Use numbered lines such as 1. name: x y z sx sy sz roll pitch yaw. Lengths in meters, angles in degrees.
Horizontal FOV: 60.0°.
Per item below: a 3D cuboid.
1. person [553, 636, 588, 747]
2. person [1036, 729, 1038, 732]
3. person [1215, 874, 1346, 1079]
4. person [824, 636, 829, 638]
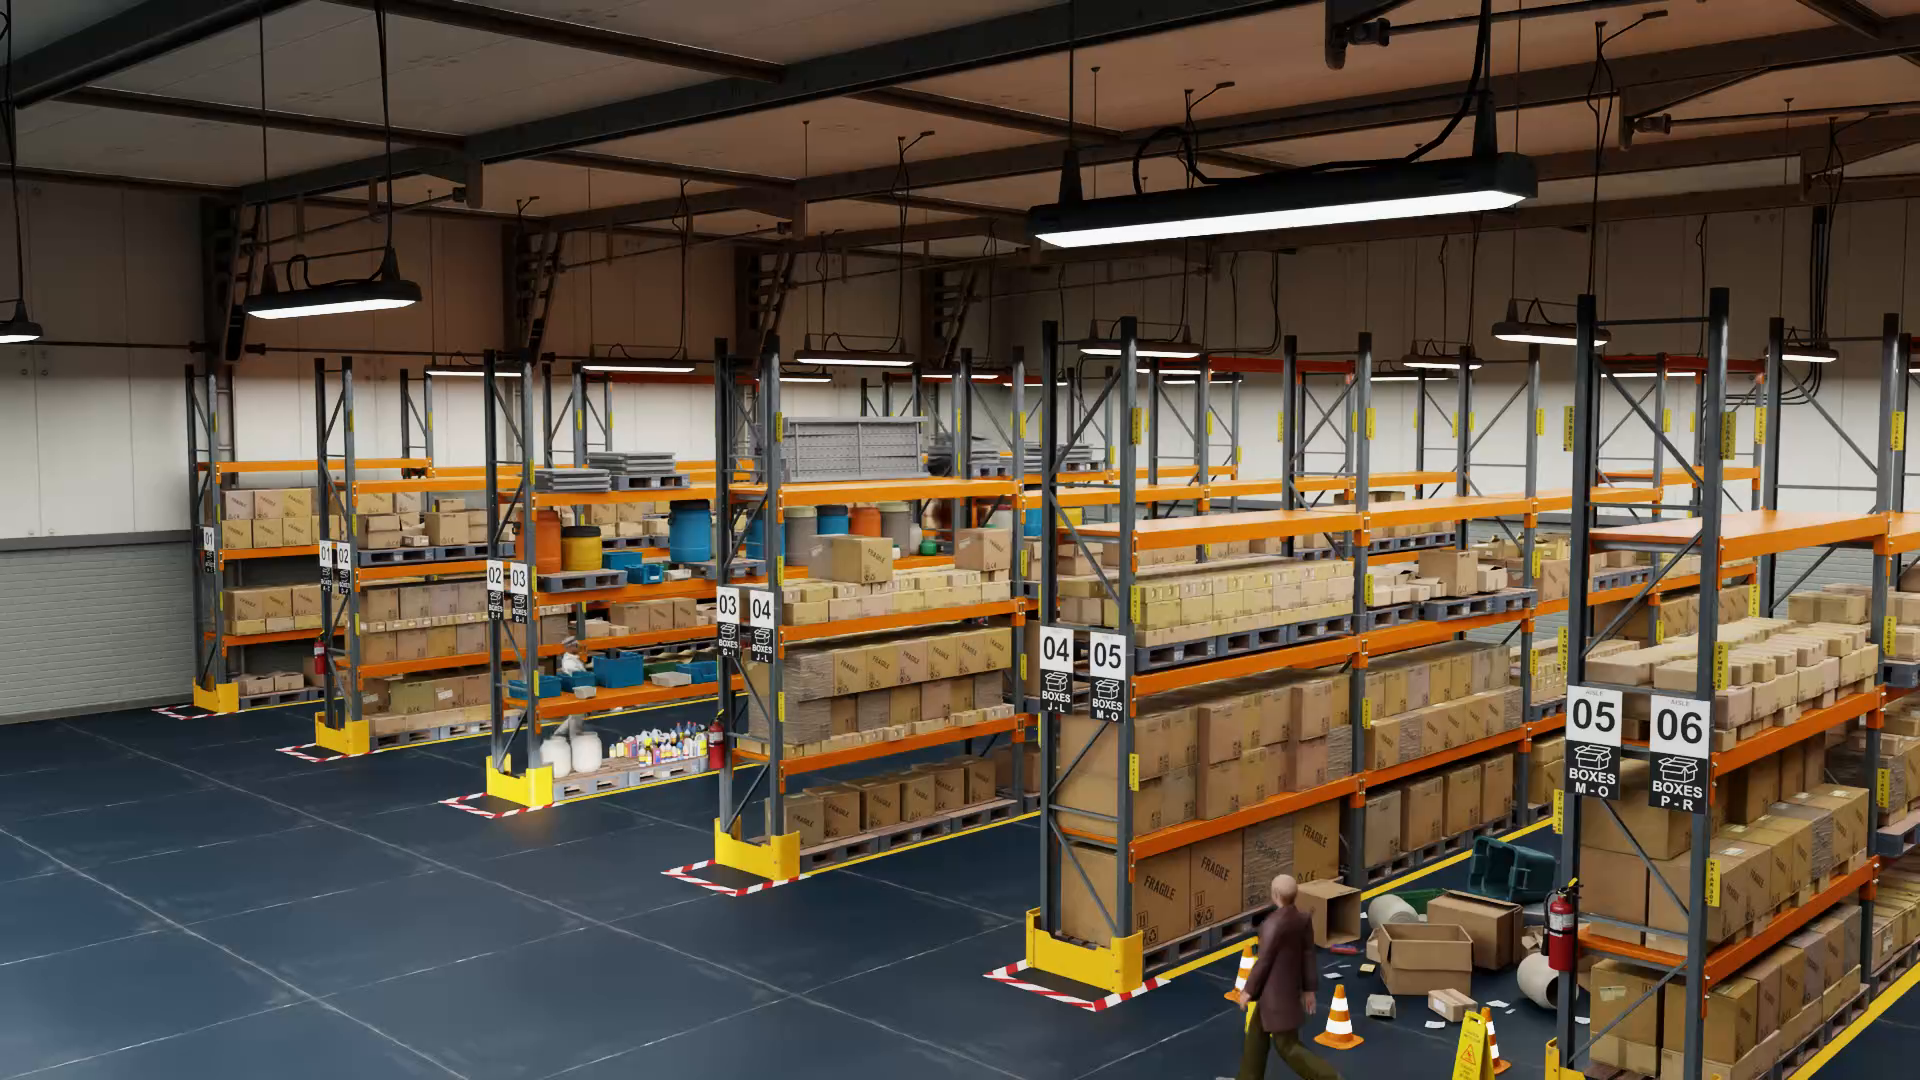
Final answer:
1. person: -5.914 2.326 25.329 0.534 1.766 0.549 -1 5 -16
2. person: 1.406 2.212 27.178 0.474 1.797 0.584 0 4 3
3. person: 2.395 3.345 12.311 1.076 1.749 0.526 2 5 21
4. person: -2.266 1.930 30.781 0.619 1.757 0.612 1 5 17
